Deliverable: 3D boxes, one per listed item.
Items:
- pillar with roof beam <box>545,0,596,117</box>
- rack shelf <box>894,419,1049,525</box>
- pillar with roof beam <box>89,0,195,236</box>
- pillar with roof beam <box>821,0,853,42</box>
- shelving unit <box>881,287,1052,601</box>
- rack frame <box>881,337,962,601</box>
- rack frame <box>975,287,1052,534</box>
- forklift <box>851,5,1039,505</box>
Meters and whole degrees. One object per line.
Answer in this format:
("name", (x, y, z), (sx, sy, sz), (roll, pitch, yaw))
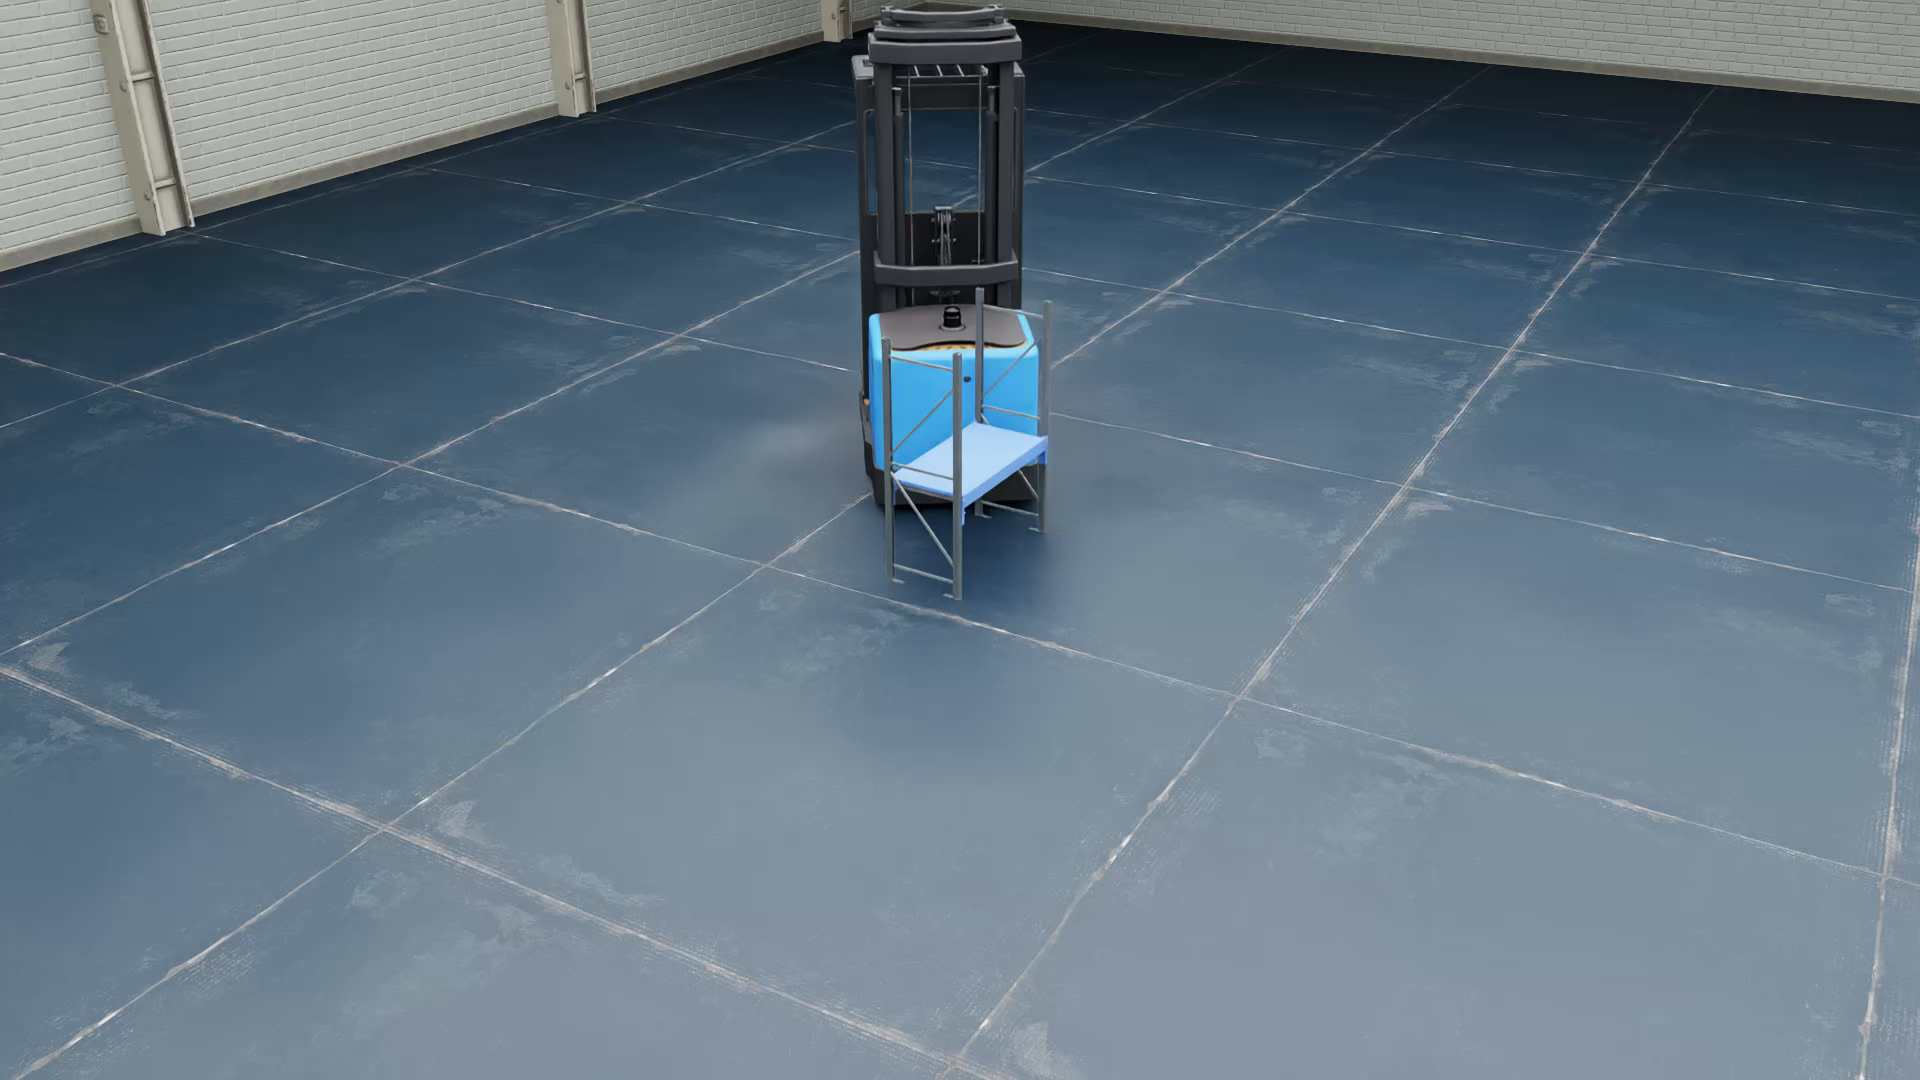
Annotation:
("pillar with roof beam", (-1.098, -8.481, 17.139), (9.100, 9.000, 0.400), (14, 30, 26))
("rack shelf", (0.052, -0.415, 9.806), (0.538, 0.185, 1.000), (15, 30, 27))
("pillar with roof beam", (-4.050, -6.143, 12.468), (9.100, 9.000, 0.400), (14, 30, 26))
("pillar with roof beam", (1.853, -10.819, 21.811), (9.100, 9.000, 0.400), (14, 30, 26))
("shelving unit", (0.052, -0.576, 9.725), (0.538, 1.500, 1.048), (15, 30, 27))
("rack frame", (-0.210, -0.381, 9.336), (0.500, 1.500, 0.032), (15, 30, 27))
("rack frame", (0.315, -0.771, 10.115), (0.500, 1.500, 0.032), (15, 30, 27))
("forklift", (-0.149, -2.157, 11.285), (1.130, 2.935, 3.031), (-2, 27, -5))
